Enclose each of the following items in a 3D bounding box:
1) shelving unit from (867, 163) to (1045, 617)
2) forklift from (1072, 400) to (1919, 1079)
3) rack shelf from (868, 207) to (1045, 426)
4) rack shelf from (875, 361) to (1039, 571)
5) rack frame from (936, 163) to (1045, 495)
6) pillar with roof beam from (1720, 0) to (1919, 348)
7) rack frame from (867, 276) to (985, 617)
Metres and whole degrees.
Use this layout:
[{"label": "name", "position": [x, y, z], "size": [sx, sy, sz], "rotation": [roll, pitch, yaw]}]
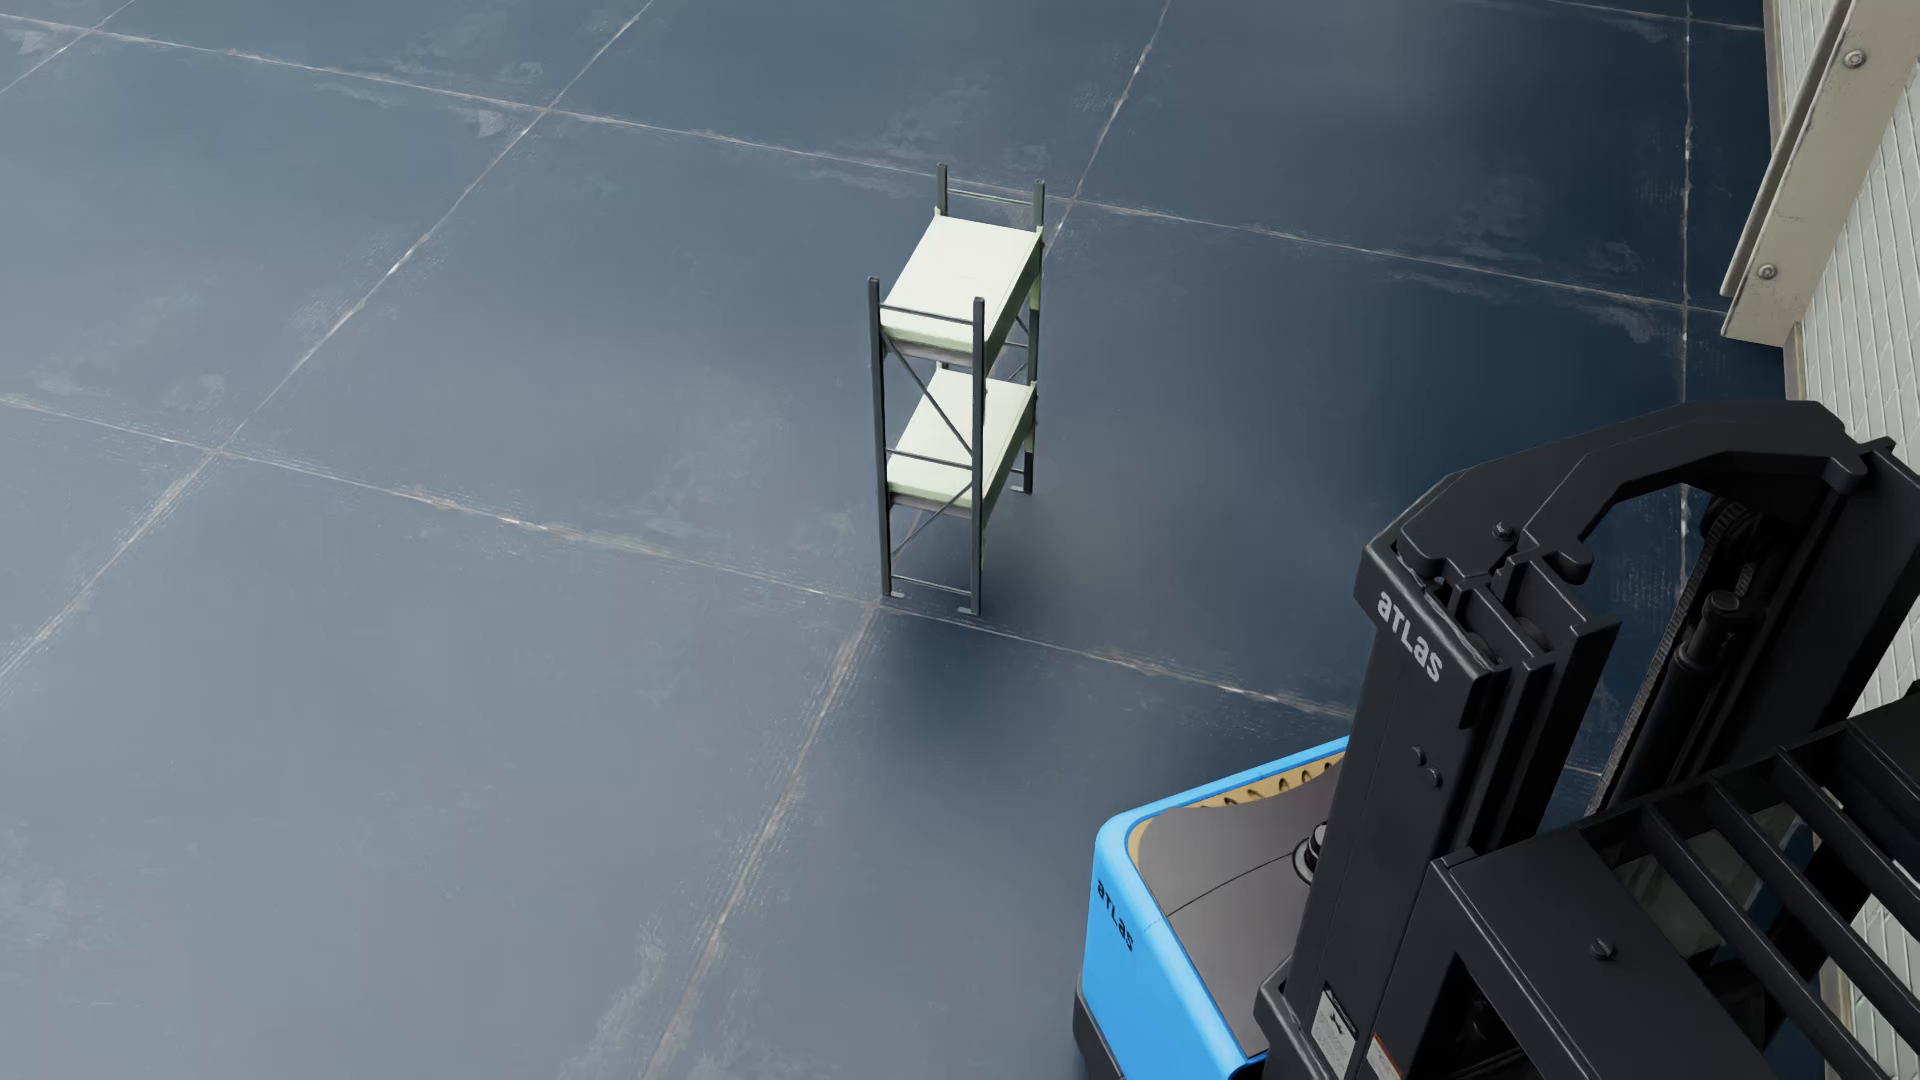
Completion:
[{"label": "shelving unit", "position": [-0.002, -0.532, 6.221], "size": [0.431, 1.500, 0.755], "rotation": [13, 46, 12]}, {"label": "forklift", "position": [1.371, 1.304, 3.322], "size": [1.130, 2.935, 3.031], "rotation": [-16, 47, -16]}, {"label": "rack shelf", "position": [-0.002, -0.811, 5.948], "size": [0.431, 0.370, 0.720], "rotation": [13, 46, 12]}, {"label": "rack shelf", "position": [-0.002, -0.299, 6.449], "size": [0.431, 0.370, 0.720], "rotation": [13, 46, 12]}, {"label": "rack frame", "position": [0.109, -0.776, 6.470], "size": [0.400, 1.500, 0.023], "rotation": [13, 46, 12]}, {"label": "pillar with roof beam", "position": [-0.365, -5.172, 5.601], "size": [9.100, 9.000, 0.400], "rotation": [13, 46, 13]}, {"label": "rack frame", "position": [-0.113, -0.288, 5.972], "size": [0.400, 1.500, 0.023], "rotation": [13, 46, 12]}]
